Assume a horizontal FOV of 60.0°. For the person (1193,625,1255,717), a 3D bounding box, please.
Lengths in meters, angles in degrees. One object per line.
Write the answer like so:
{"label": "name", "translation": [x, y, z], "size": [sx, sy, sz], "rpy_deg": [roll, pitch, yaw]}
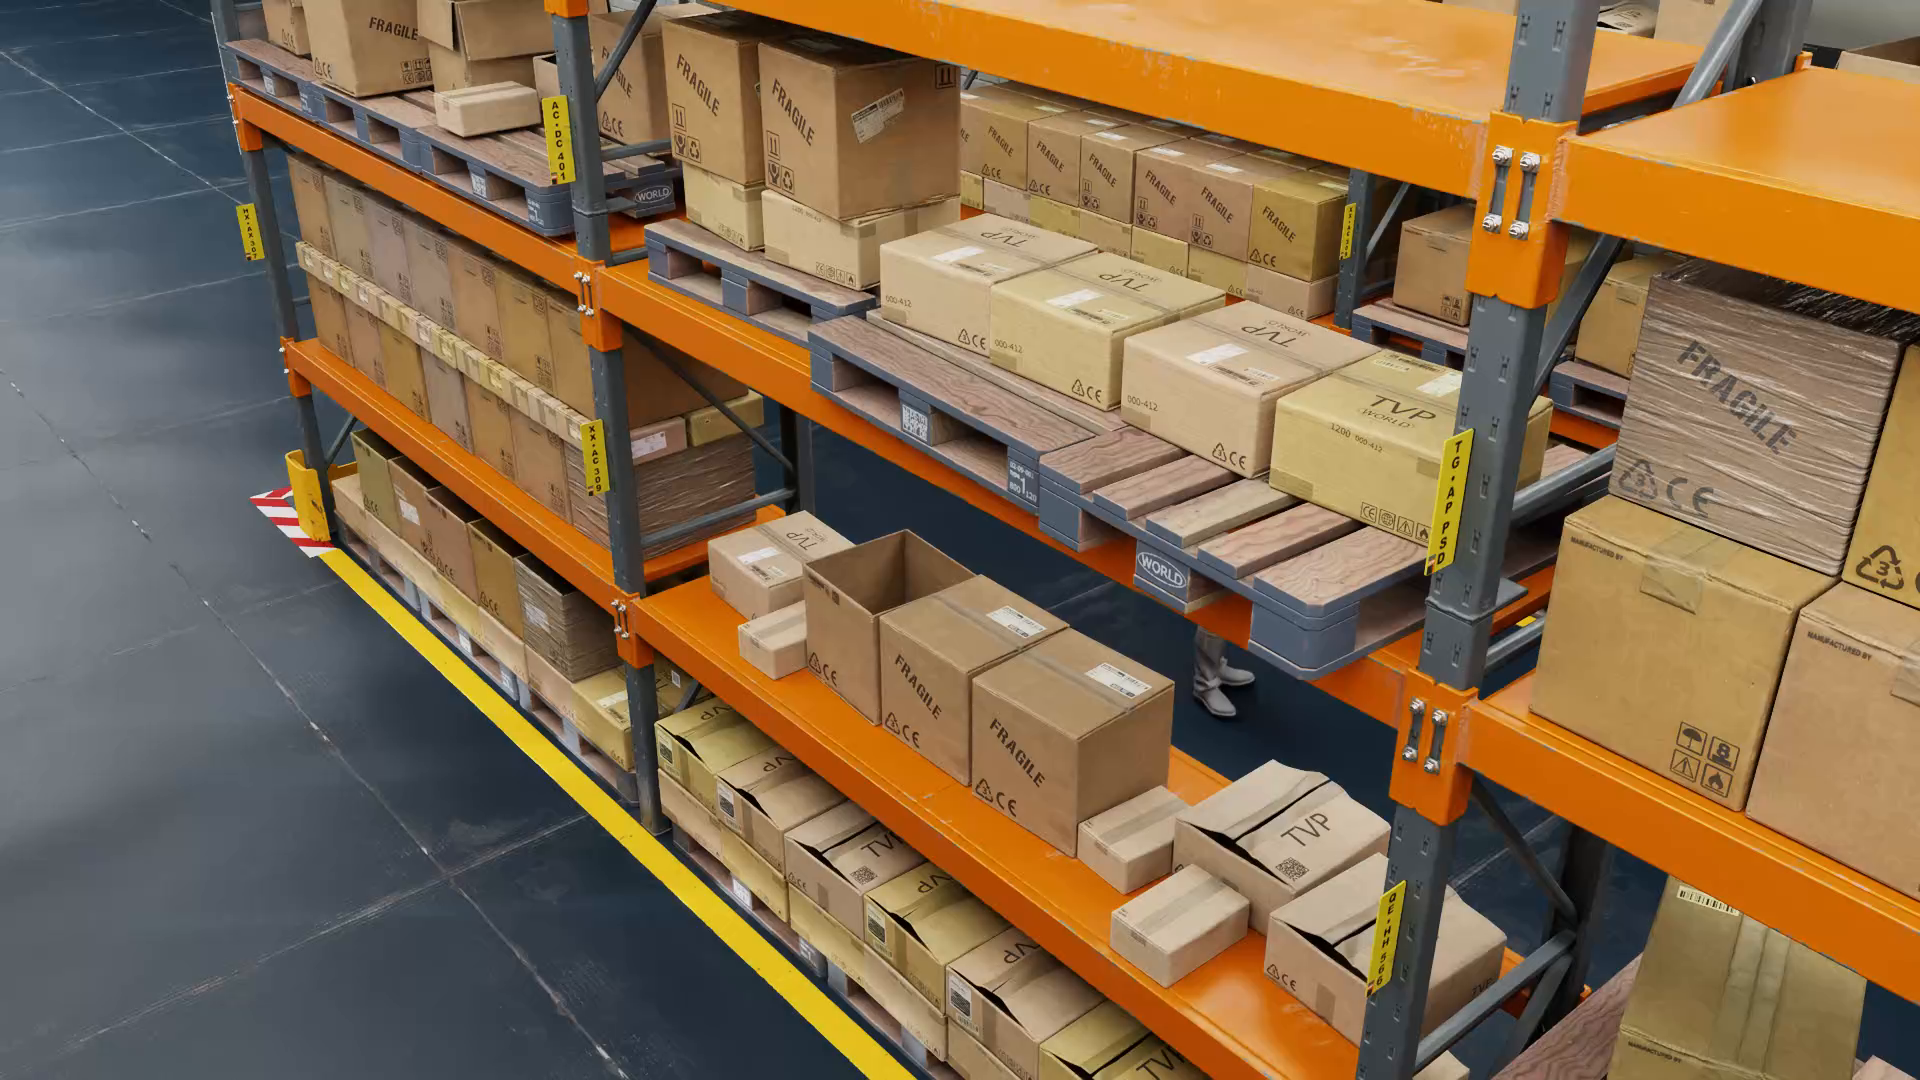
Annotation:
{"label": "person", "translation": [1.399, 0.009, 8.550], "size": [0.431, 1.768, 0.618], "rpy_deg": [7, 29, 12]}
